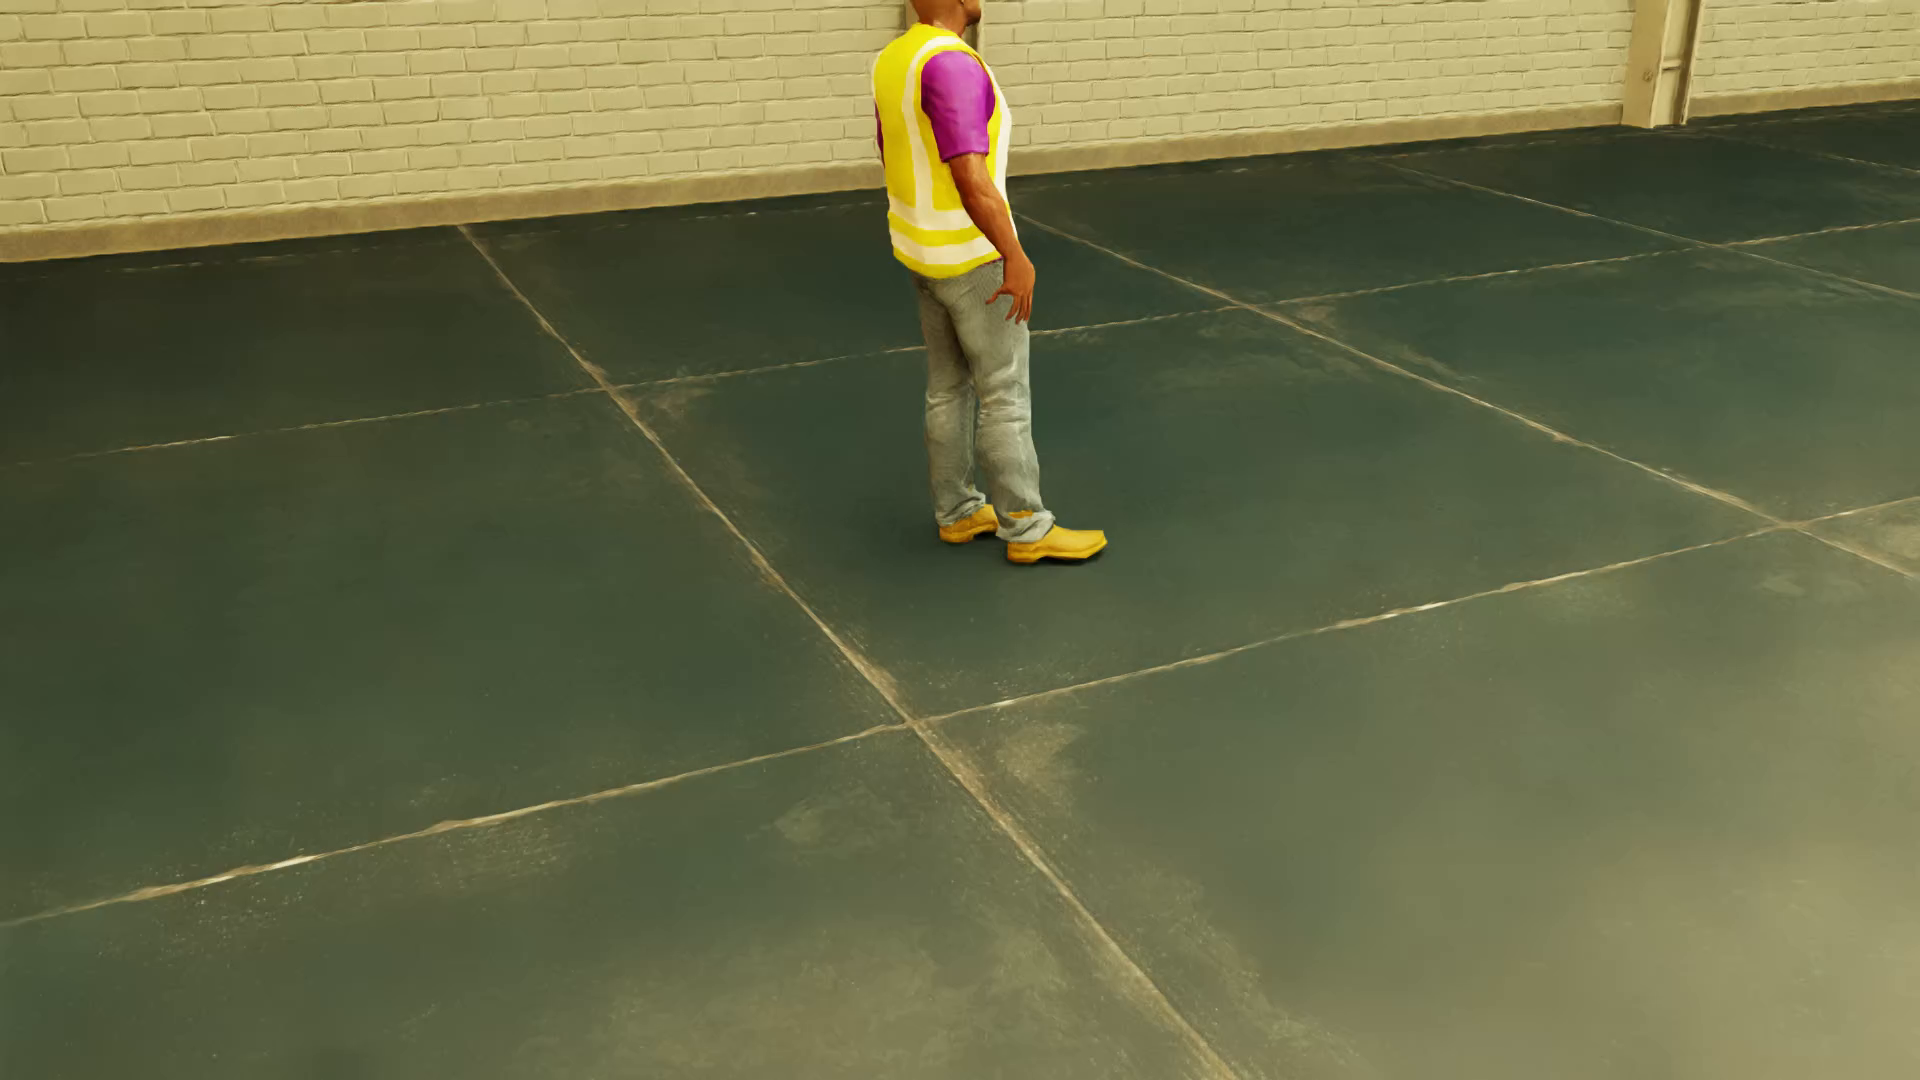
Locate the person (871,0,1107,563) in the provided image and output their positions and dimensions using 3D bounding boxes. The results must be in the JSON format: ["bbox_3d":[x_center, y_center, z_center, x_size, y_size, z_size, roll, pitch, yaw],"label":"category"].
[{"bbox_3d":[0.065,-0.832,4.788,0.576,1.766,0.665,-10,25,-23],"label":"person"}]
